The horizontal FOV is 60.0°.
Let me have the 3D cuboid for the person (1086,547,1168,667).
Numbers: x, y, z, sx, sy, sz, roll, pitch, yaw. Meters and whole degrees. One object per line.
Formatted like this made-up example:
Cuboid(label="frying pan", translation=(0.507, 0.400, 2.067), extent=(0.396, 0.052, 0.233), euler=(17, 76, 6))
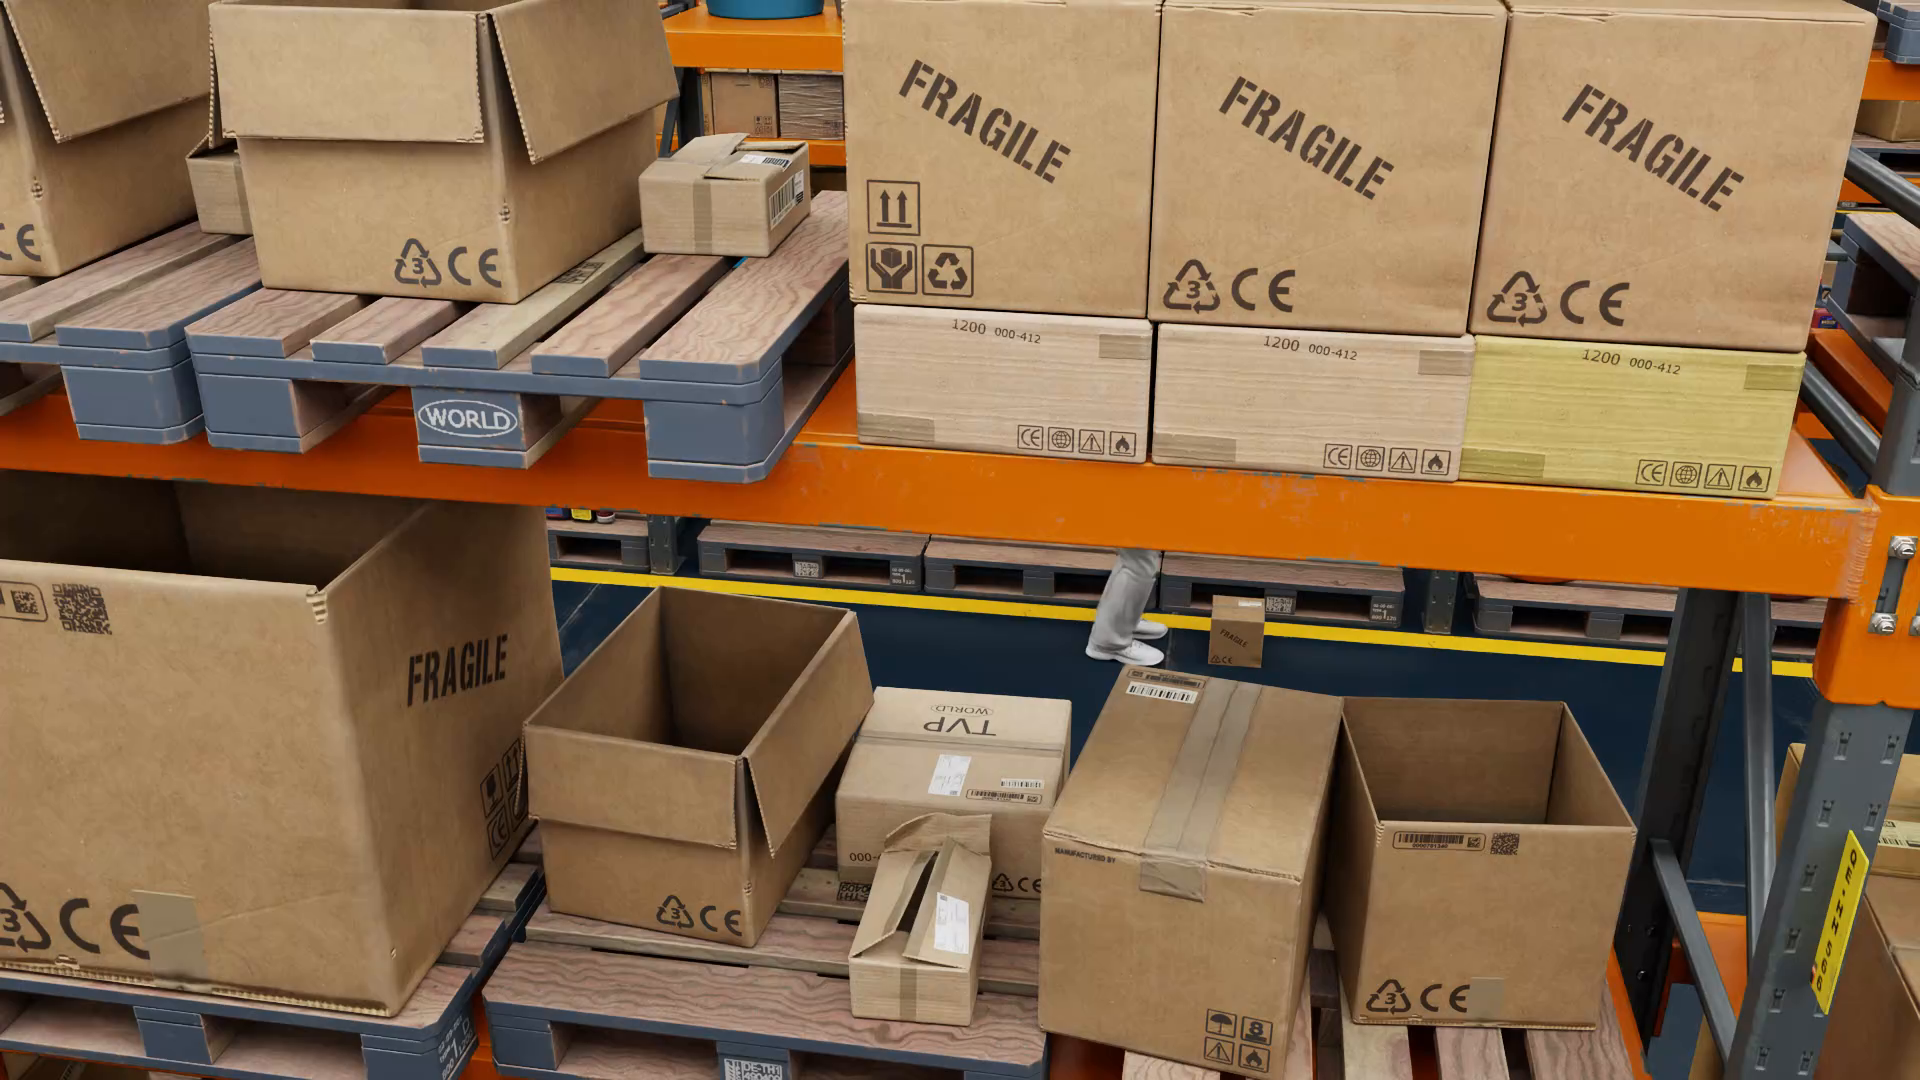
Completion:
Cuboid(label="person", translation=(0.822, -0.280, 7.790), extent=(0.403, 1.745, 0.583), euler=(5, 25, 10))
